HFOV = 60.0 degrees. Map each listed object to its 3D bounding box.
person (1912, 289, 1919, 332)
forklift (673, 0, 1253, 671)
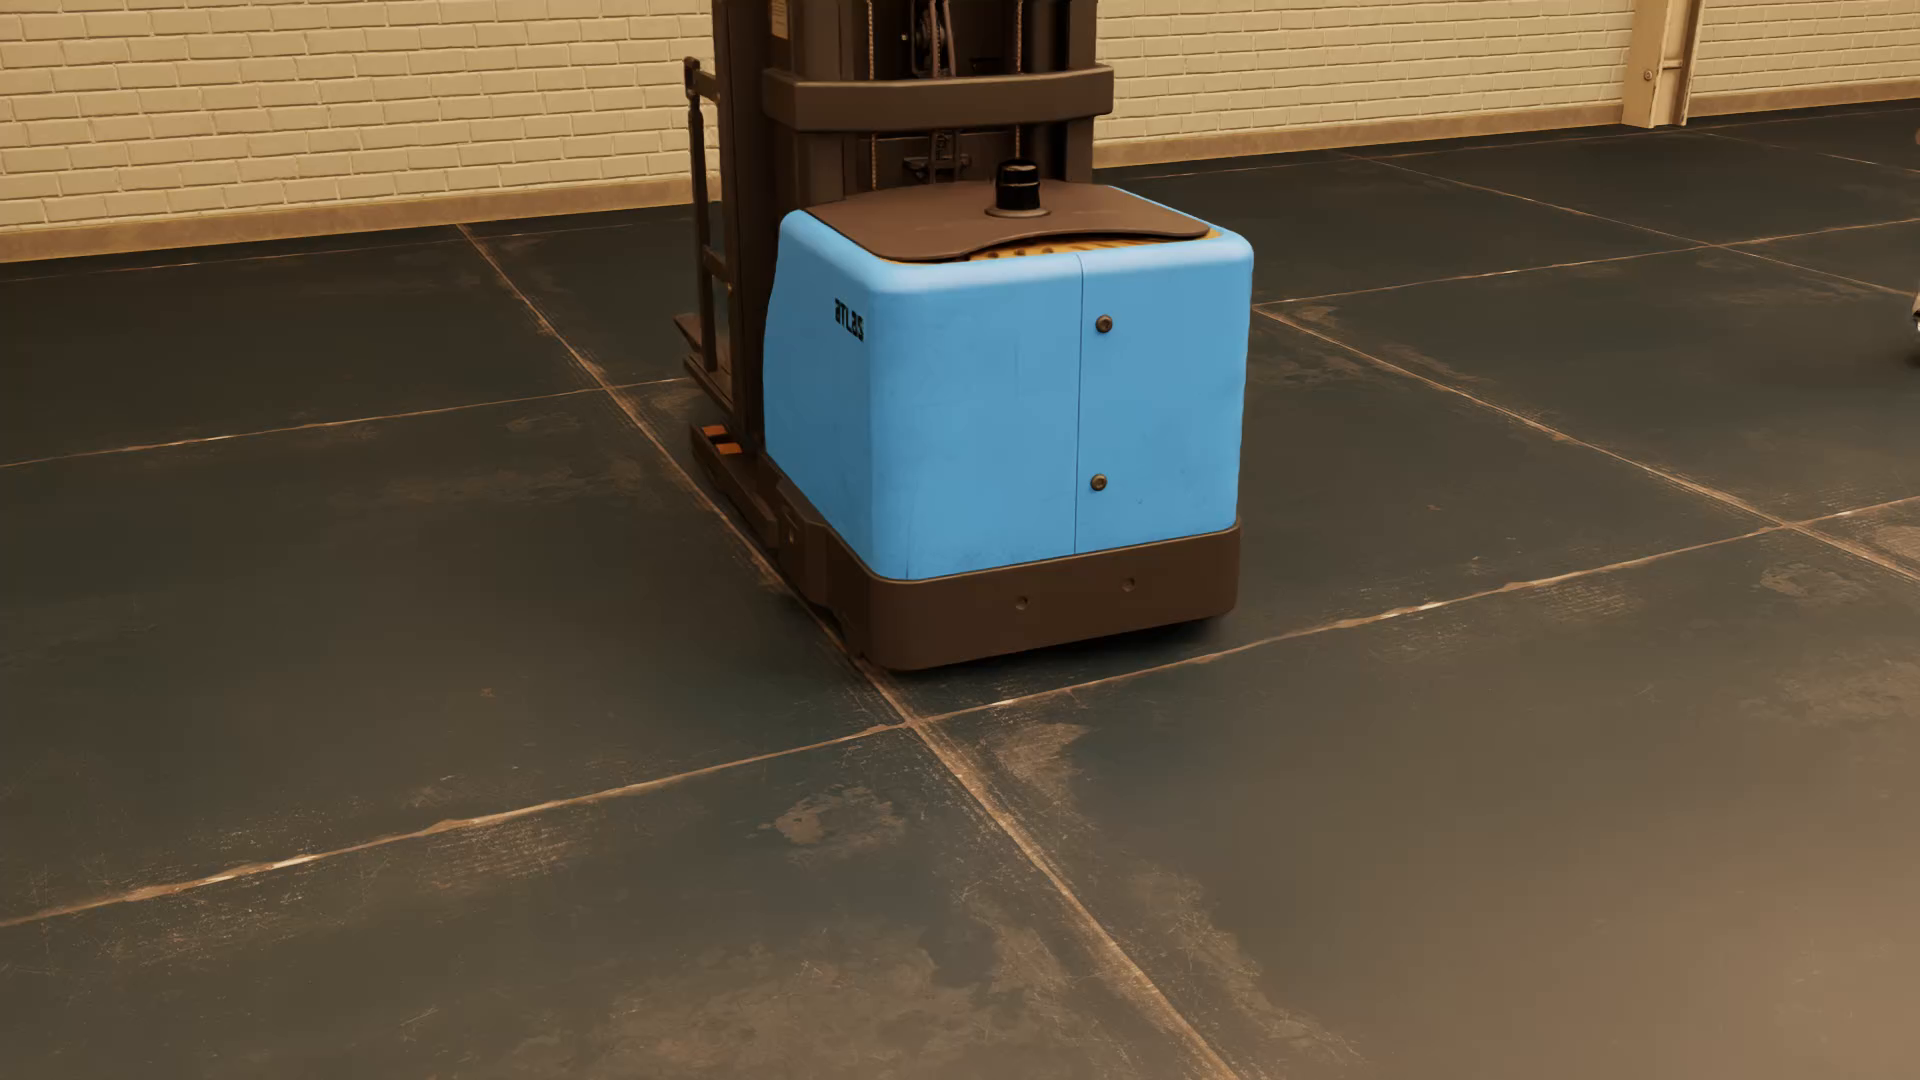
[{"bbox_3d":[4.501,-1.420,6.638,1.083,1.581,0.541,7,24,17],"label":"person"},{"bbox_3d":[-0.272,-1.563,5.048,1.130,2.935,3.031,-9,24,-20],"label":"forklift"}]
